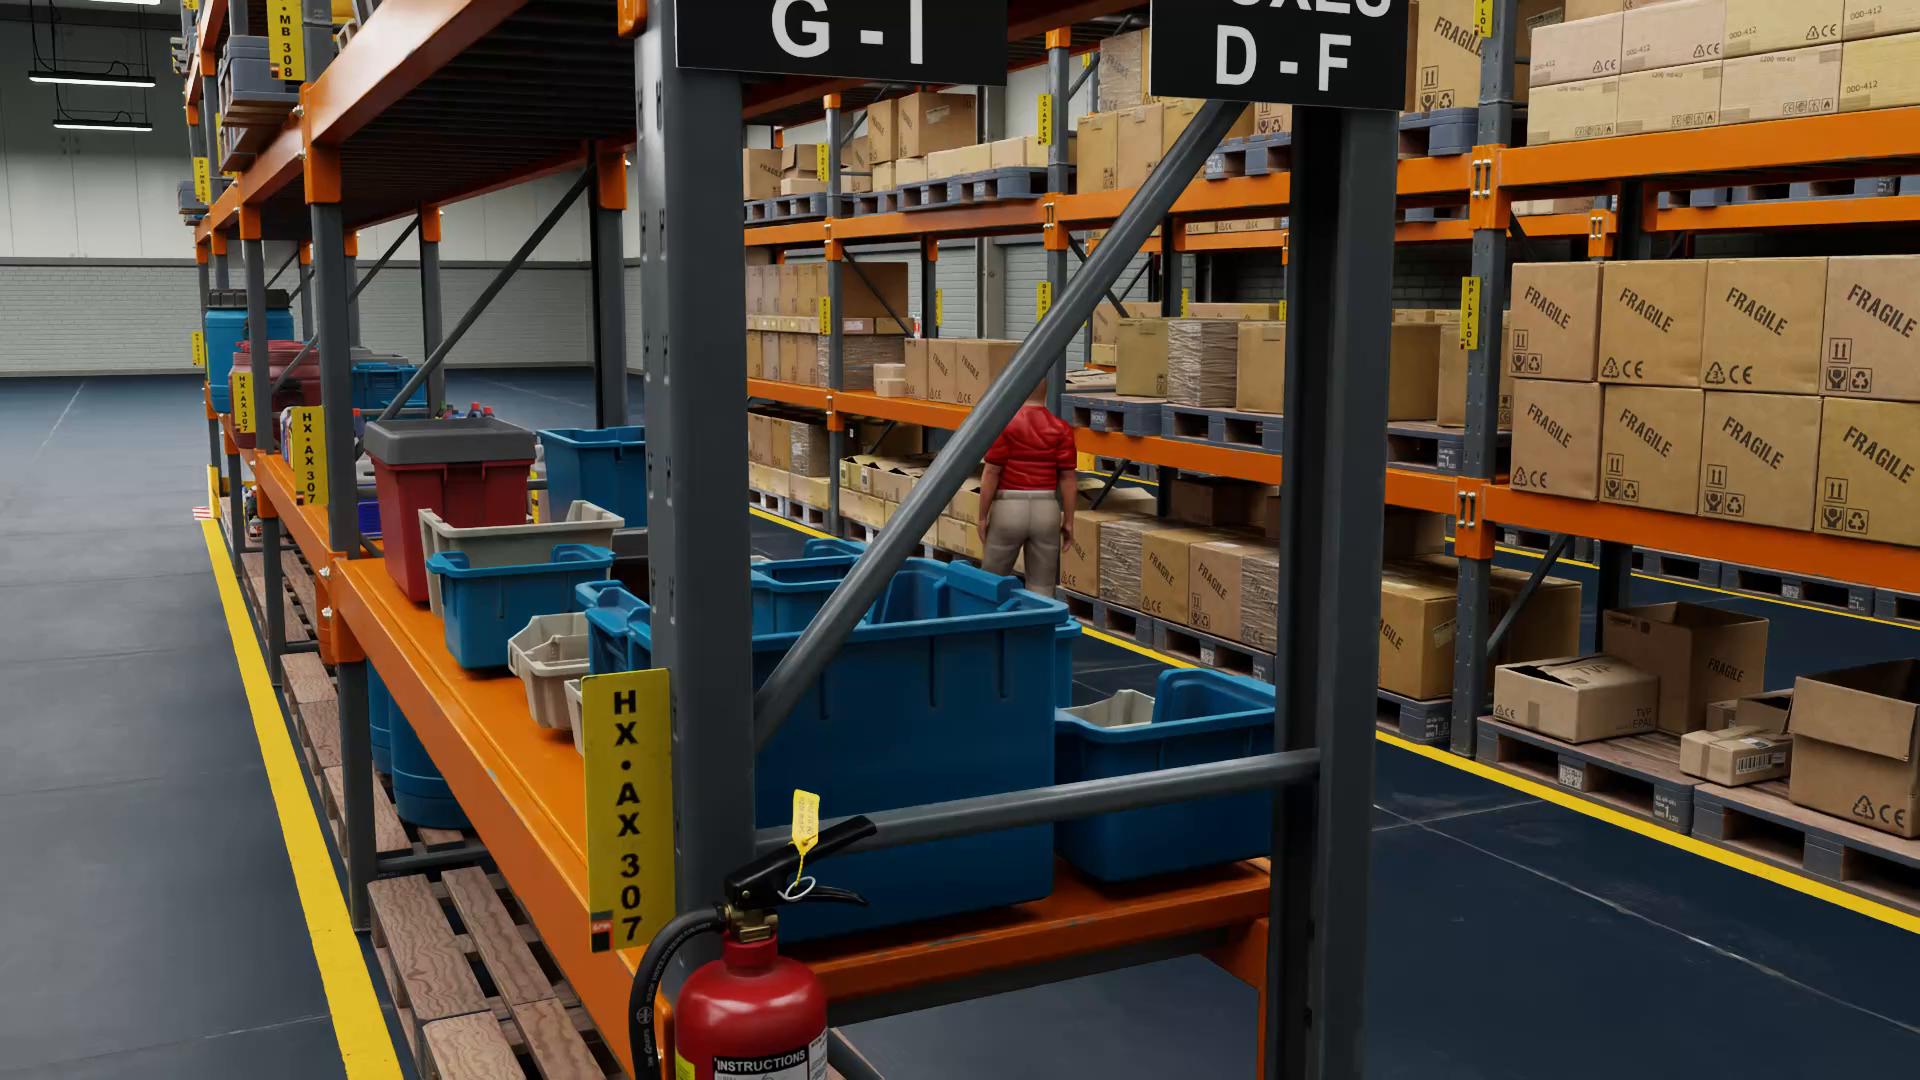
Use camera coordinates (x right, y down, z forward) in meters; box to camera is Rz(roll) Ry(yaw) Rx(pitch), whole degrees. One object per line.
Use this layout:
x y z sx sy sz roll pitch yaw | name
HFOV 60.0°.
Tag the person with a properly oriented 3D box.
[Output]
0.356 -0.107 9.519 0.580 1.737 0.486 -1 9 -10 | person
